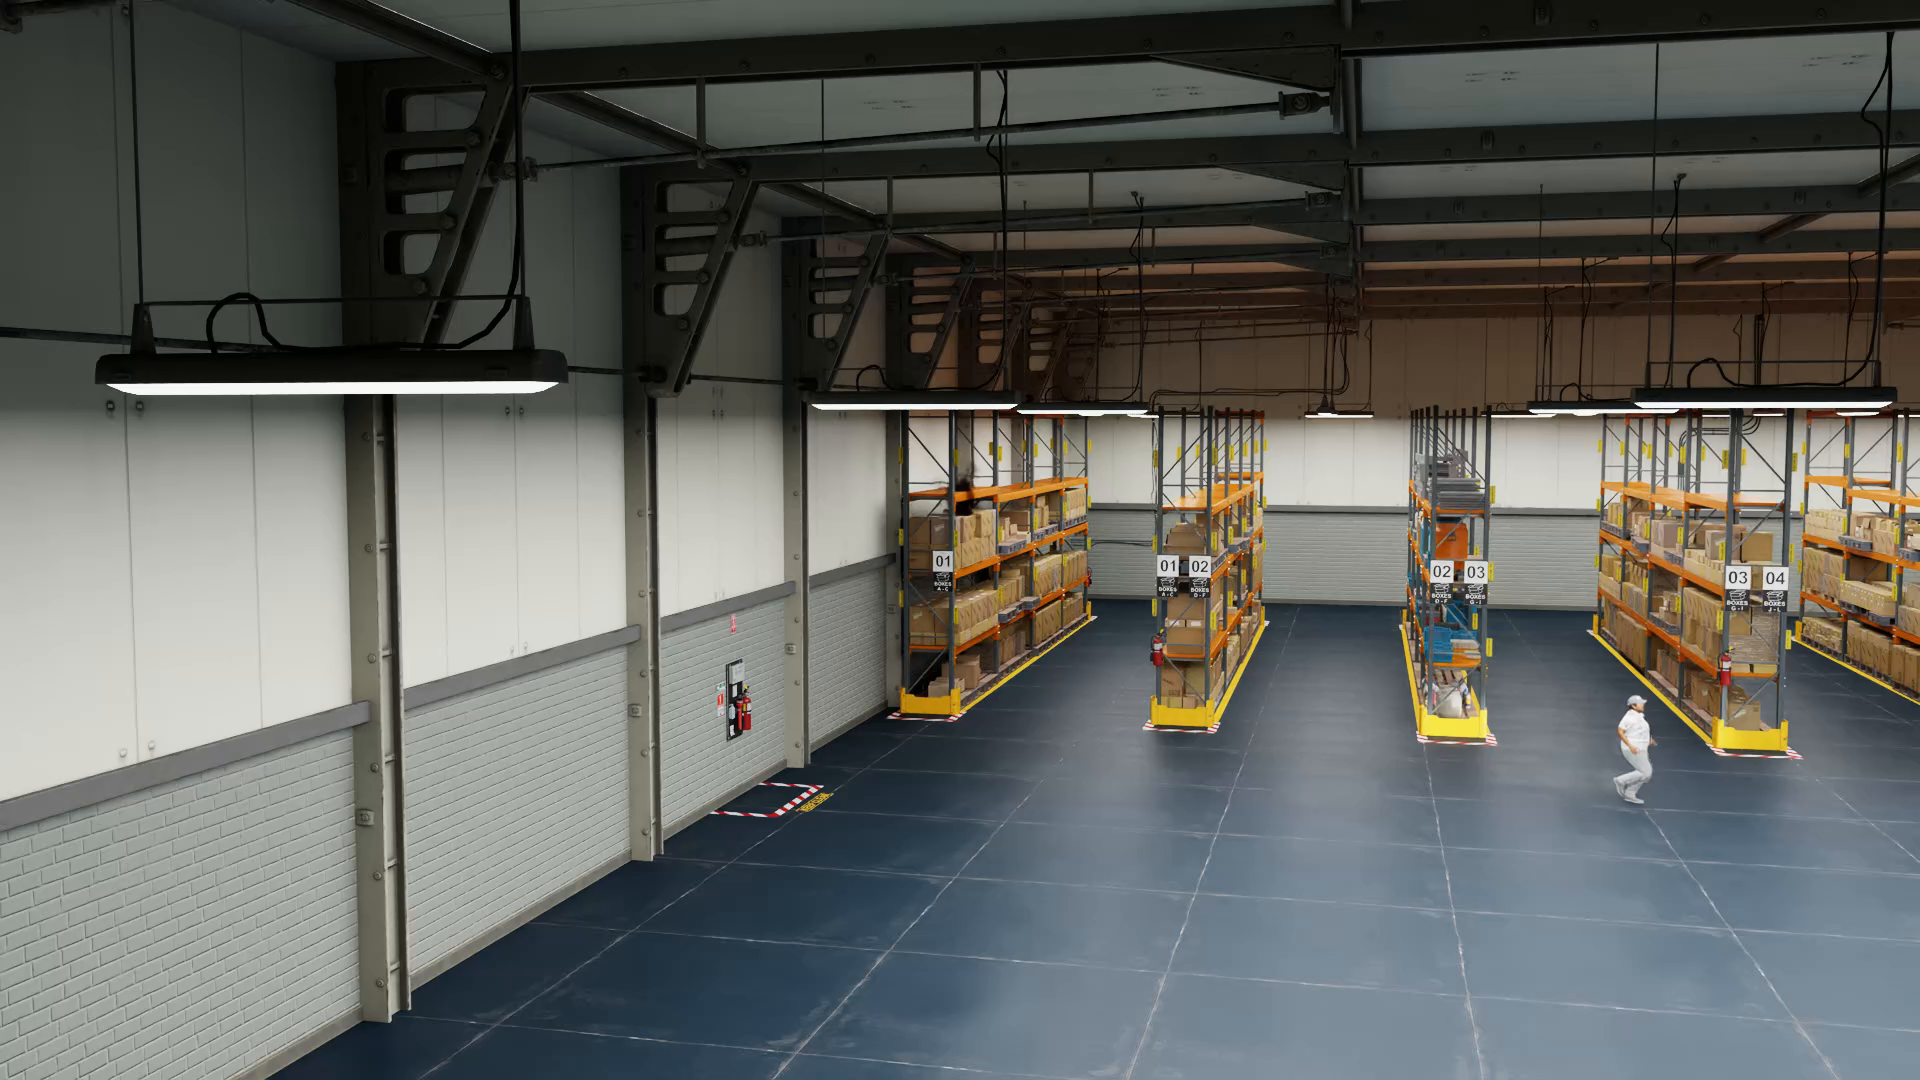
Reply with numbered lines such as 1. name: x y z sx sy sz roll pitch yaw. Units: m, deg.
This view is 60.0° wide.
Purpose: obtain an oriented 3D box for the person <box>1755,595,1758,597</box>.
1. person: 21.005 1.732 44.224 0.878 1.588 0.635 -1 4 -12

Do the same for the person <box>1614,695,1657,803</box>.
1. person: 10.113 3.134 24.874 0.546 1.624 0.611 3 5 36
